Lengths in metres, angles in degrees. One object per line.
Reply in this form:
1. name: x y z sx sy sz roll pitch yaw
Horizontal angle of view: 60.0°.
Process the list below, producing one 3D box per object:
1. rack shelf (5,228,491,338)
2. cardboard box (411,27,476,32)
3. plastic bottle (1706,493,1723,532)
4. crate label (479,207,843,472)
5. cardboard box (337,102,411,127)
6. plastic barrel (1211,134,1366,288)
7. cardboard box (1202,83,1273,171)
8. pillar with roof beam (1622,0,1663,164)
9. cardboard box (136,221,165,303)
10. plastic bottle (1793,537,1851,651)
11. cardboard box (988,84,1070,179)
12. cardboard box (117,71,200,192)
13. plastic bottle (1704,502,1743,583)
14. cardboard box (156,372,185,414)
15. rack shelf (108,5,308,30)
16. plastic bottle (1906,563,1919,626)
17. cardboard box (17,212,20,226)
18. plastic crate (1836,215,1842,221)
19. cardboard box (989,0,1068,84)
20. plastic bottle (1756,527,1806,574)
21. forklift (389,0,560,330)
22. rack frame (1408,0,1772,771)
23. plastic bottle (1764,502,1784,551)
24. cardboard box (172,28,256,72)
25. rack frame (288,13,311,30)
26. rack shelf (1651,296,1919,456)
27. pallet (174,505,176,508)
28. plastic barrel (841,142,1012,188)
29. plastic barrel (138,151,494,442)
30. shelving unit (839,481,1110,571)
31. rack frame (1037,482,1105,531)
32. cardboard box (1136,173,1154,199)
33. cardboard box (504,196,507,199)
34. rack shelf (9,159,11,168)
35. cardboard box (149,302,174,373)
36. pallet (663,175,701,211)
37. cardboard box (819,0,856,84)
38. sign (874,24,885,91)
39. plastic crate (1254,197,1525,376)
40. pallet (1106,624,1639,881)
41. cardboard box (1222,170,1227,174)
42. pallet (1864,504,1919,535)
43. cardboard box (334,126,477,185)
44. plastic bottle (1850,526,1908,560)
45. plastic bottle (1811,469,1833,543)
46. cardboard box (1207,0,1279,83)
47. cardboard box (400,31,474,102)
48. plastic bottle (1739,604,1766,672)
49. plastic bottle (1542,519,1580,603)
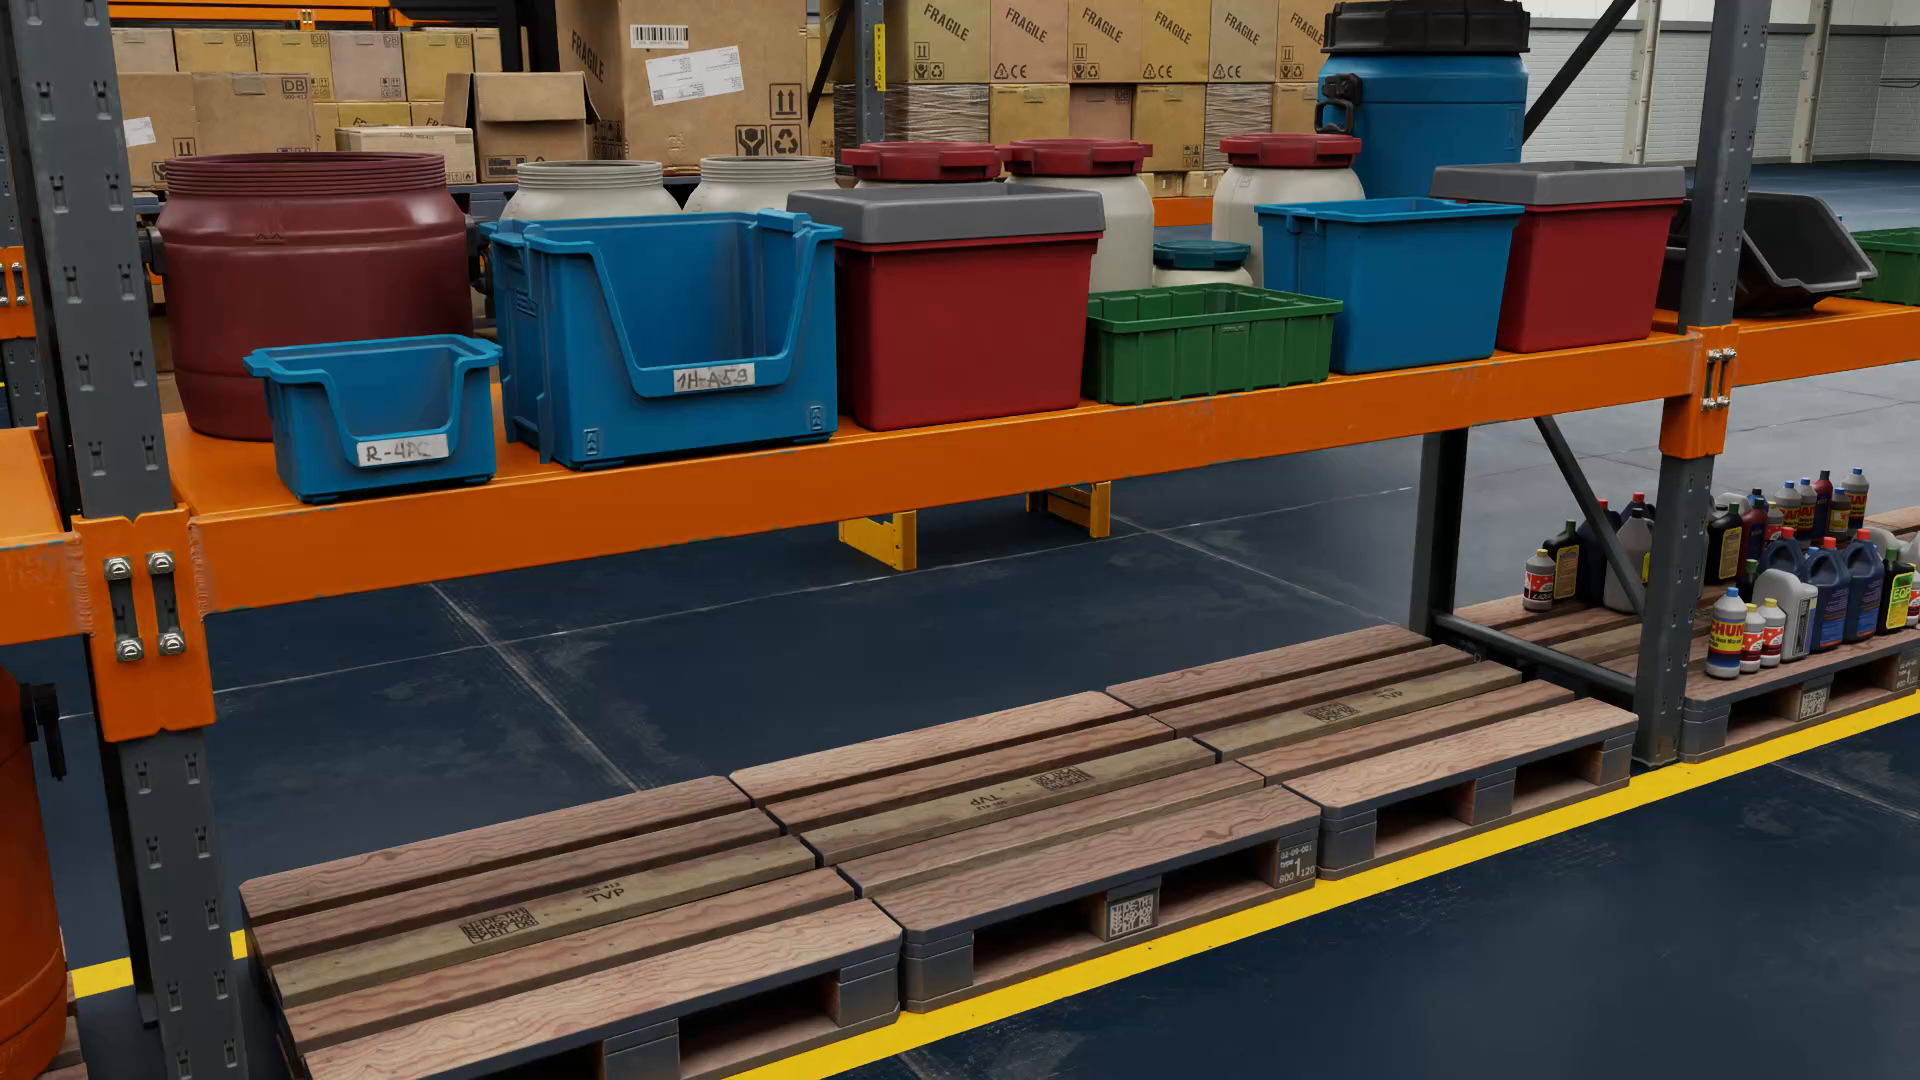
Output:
1. rack shelf: -2.411 -1.402 8.187 4.000 0.370 1.077 -9 18 -30
2. cardboard box: -5.312 -5.003 17.112 0.500 0.500 0.700 -9 18 -30
3. plastic bottle: 2.699 -0.045 6.104 0.185 0.351 0.144 -9 18 -30
4. crate label: -0.584 -0.417 3.275 0.616 0.435 0.502 -9 18 -30
5. cardboard box: -4.341 -2.961 12.231 0.500 0.500 0.500 -9 18 -29
6. plastic barrel: 0.921 -0.864 4.682 0.433 0.535 0.433 0 16 0
7. cardboard box: 1.428 -2.547 10.202 0.500 0.500 0.875 -9 18 -30
8. pillar with roof beam: 16.797 -11.364 31.277 0.400 9.000 9.100 -9 18 -30
9. cardboard box: -6.025 -1.815 11.717 0.750 0.750 1.050 -9 18 -30
10. plastic bottle: 2.759 0.167 5.349 0.185 0.351 0.144 -9 18 -28
11. cardboard box: 0.167 -2.327 9.419 0.500 0.500 0.875 -9 18 -30
12. cardboard box: -3.683 -1.805 7.329 0.500 0.500 0.500 -12 20 -36
13. plastic bottle: 2.774 0.008 6.041 0.133 0.283 0.061 -9 18 -30
14. cardboard box: -3.562 -0.576 7.725 0.500 0.500 0.700 -10 19 -33
15. rack shelf: -10.075 -6.287 20.056 4.000 0.370 1.077 -9 18 -30
16. plastic bottle: 3.176 0.179 5.584 0.097 0.201 0.097 0 16 0
17. cardboard box: -11.247 -4.053 19.934 0.625 0.625 0.875 -9 18 -28
18. plastic crate: 2.663 -1.026 5.786 0.616 0.251 0.499 -9 18 -30
19. cardboard box: 0.247 -2.773 9.155 0.500 0.500 0.500 -9 18 -30
20. plastic bottle: 2.685 0.134 5.468 0.185 0.351 0.144 -9 18 -30
21. forklift: -2.997 -2.473 10.803 3.031 2.935 1.130 0 16 0
22. rack frame: 1.854 -0.880 4.993 0.127 3.000 1.000 -9 18 -30
23. plastic bottle: 3.103 -0.046 6.385 0.097 0.201 0.097 0 16 0
24. cardboard box: -5.332 -3.364 11.816 0.500 0.500 0.700 -10 18 -31
25. rack frame: -8.360 -5.467 21.356 0.127 3.000 1.000 -9 18 -30
26. rack shelf: 3.568 -0.812 6.082 4.000 0.370 1.077 -9 18 -30
27. pallet: -3.455 -0.236 7.861 1.213 0.211 1.003 -9 18 -30
28. plastic barrel: -0.079 -0.702 4.103 0.433 0.535 0.433 0 16 0
29. plastic barrel: -1.333 -0.525 3.472 0.708 0.536 0.600 -9 18 -30
30. shelving unit: 0.065 -0.733 7.245 1.083 1.500 0.587 -9 18 -30
31. rack frame: 0.509 -0.805 7.502 0.032 1.500 0.500 -9 18 -30
32. cardboard box: 0.921 -2.077 9.729 0.250 0.149 0.380 -9 18 -30
33. cardboard box: -4.703 -3.655 17.819 0.500 0.500 0.500 -8 18 -27
34. rack shelf: -7.515 -3.695 16.366 4.000 0.370 1.077 -9 18 -30
35. cardboard box: -3.567 -0.940 7.632 0.500 0.250 0.500 -8 18 -27
36. pallet: -1.427 -1.861 8.848 1.213 0.211 1.003 -9 18 -30
37. cardboard box: -0.453 -2.825 9.343 0.500 0.500 0.500 -9 18 -30
38. sign: -0.408 -2.456 8.469 0.005 0.325 0.100 -9 18 -30
39. plastic crate: 1.068 -0.647 4.192 0.575 0.384 0.392 -9 18 -30
40. pallet: 1.201 0.580 4.948 1.213 0.211 1.003 -9 18 -30
41. cardboard box: 1.531 -2.197 10.154 0.250 0.149 0.380 -9 18 -30
42. pallet: 4.542 0.039 6.878 1.213 0.211 1.003 -9 18 -30
43. cardboard box: -2.571 -1.780 7.703 0.500 0.250 0.500 -10 18 -31
44. plastic bottle: 3.188 0.087 5.774 0.135 0.276 0.152 -9 18 -30
45. plastic bottle: 3.364 -0.133 6.545 0.133 0.283 0.061 -9 18 -29
46. cardboard box: 1.532 -2.982 9.901 0.500 0.500 0.500 -9 18 -30
47. cardboard box: -4.027 -3.575 12.569 0.500 0.500 0.700 -10 18 -31
48. plastic bottle: 2.440 0.298 5.158 0.097 0.201 0.097 0 16 0
49. plastic bottle: 2.096 0.072 5.812 0.133 0.283 0.061 -8 18 -27
